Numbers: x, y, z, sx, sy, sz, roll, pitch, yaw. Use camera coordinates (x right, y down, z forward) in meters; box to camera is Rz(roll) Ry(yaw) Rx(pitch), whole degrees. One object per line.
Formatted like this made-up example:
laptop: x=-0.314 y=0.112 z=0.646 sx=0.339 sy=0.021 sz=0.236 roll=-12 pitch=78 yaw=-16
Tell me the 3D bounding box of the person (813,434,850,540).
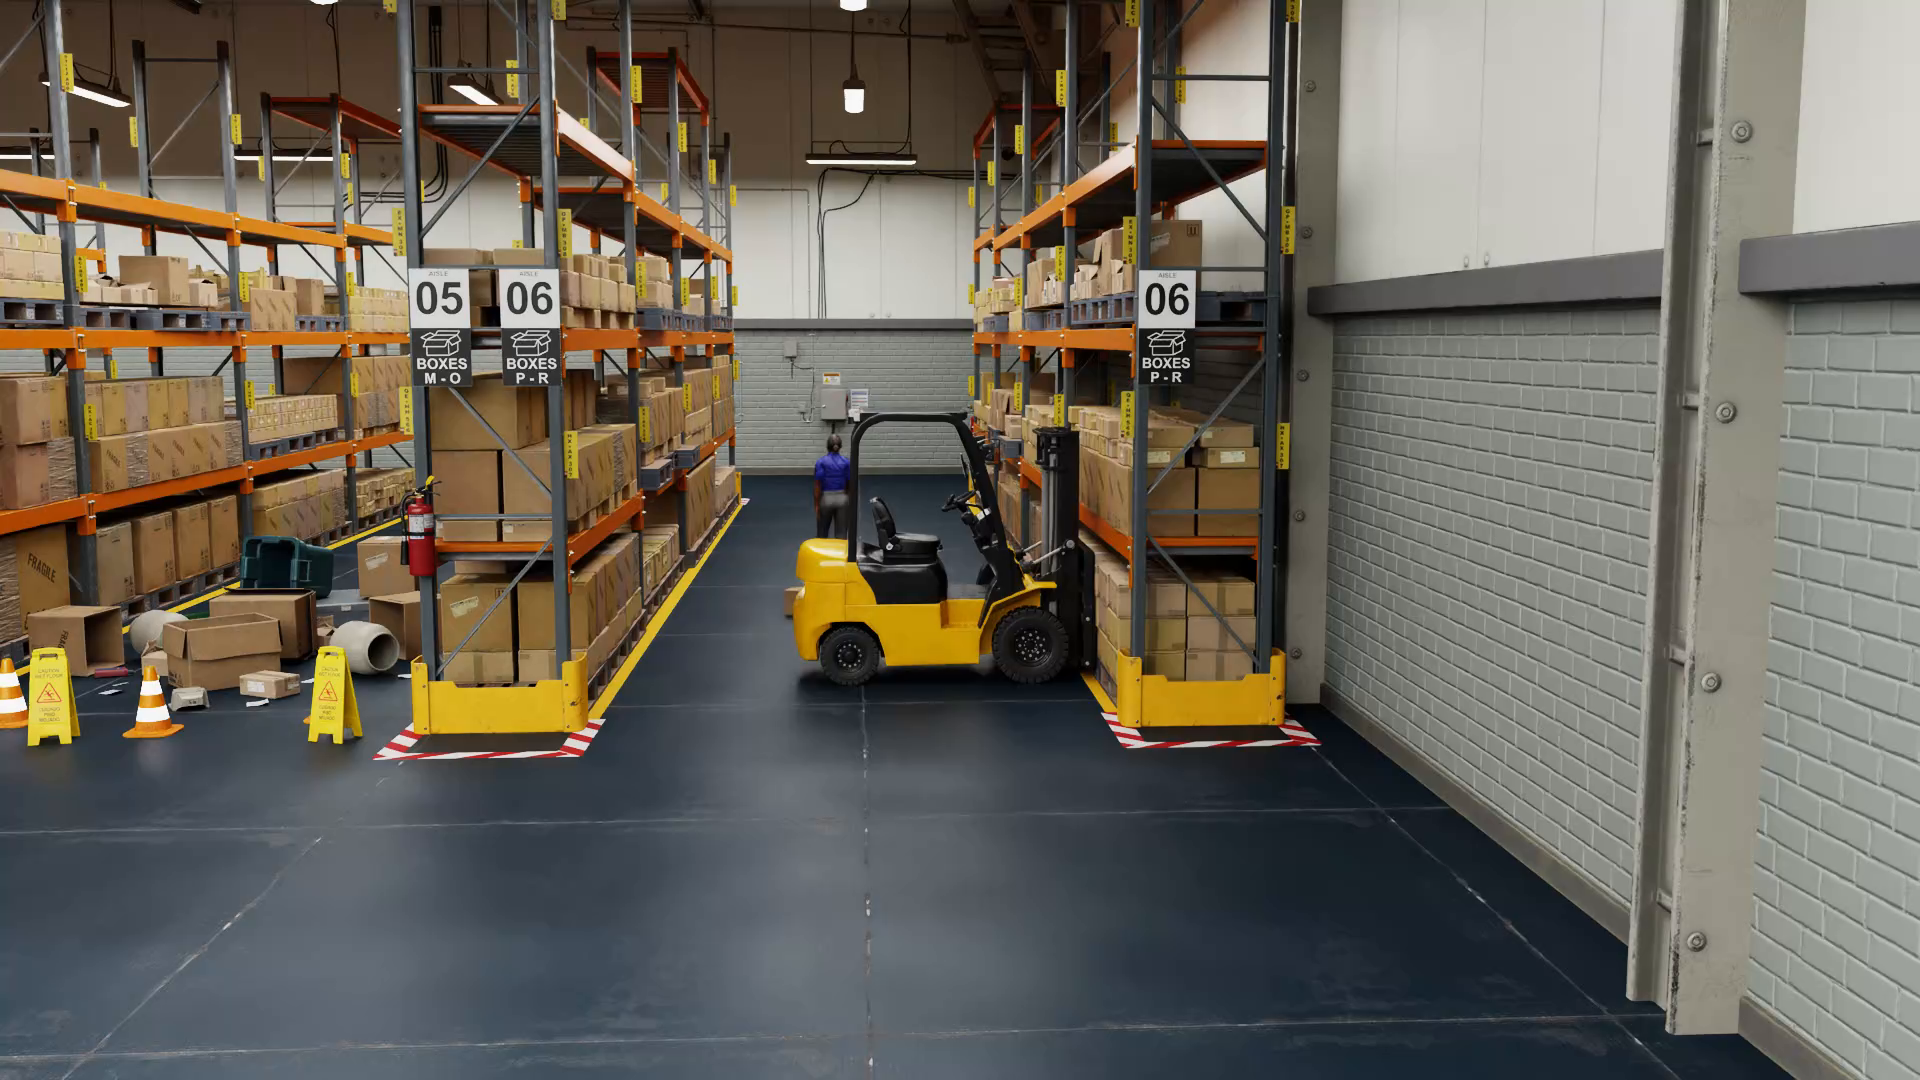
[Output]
person: x=-1.444 y=-0.358 z=18.840 sx=0.448 sy=1.692 sz=0.768 roll=-1 pitch=7 yaw=-9
